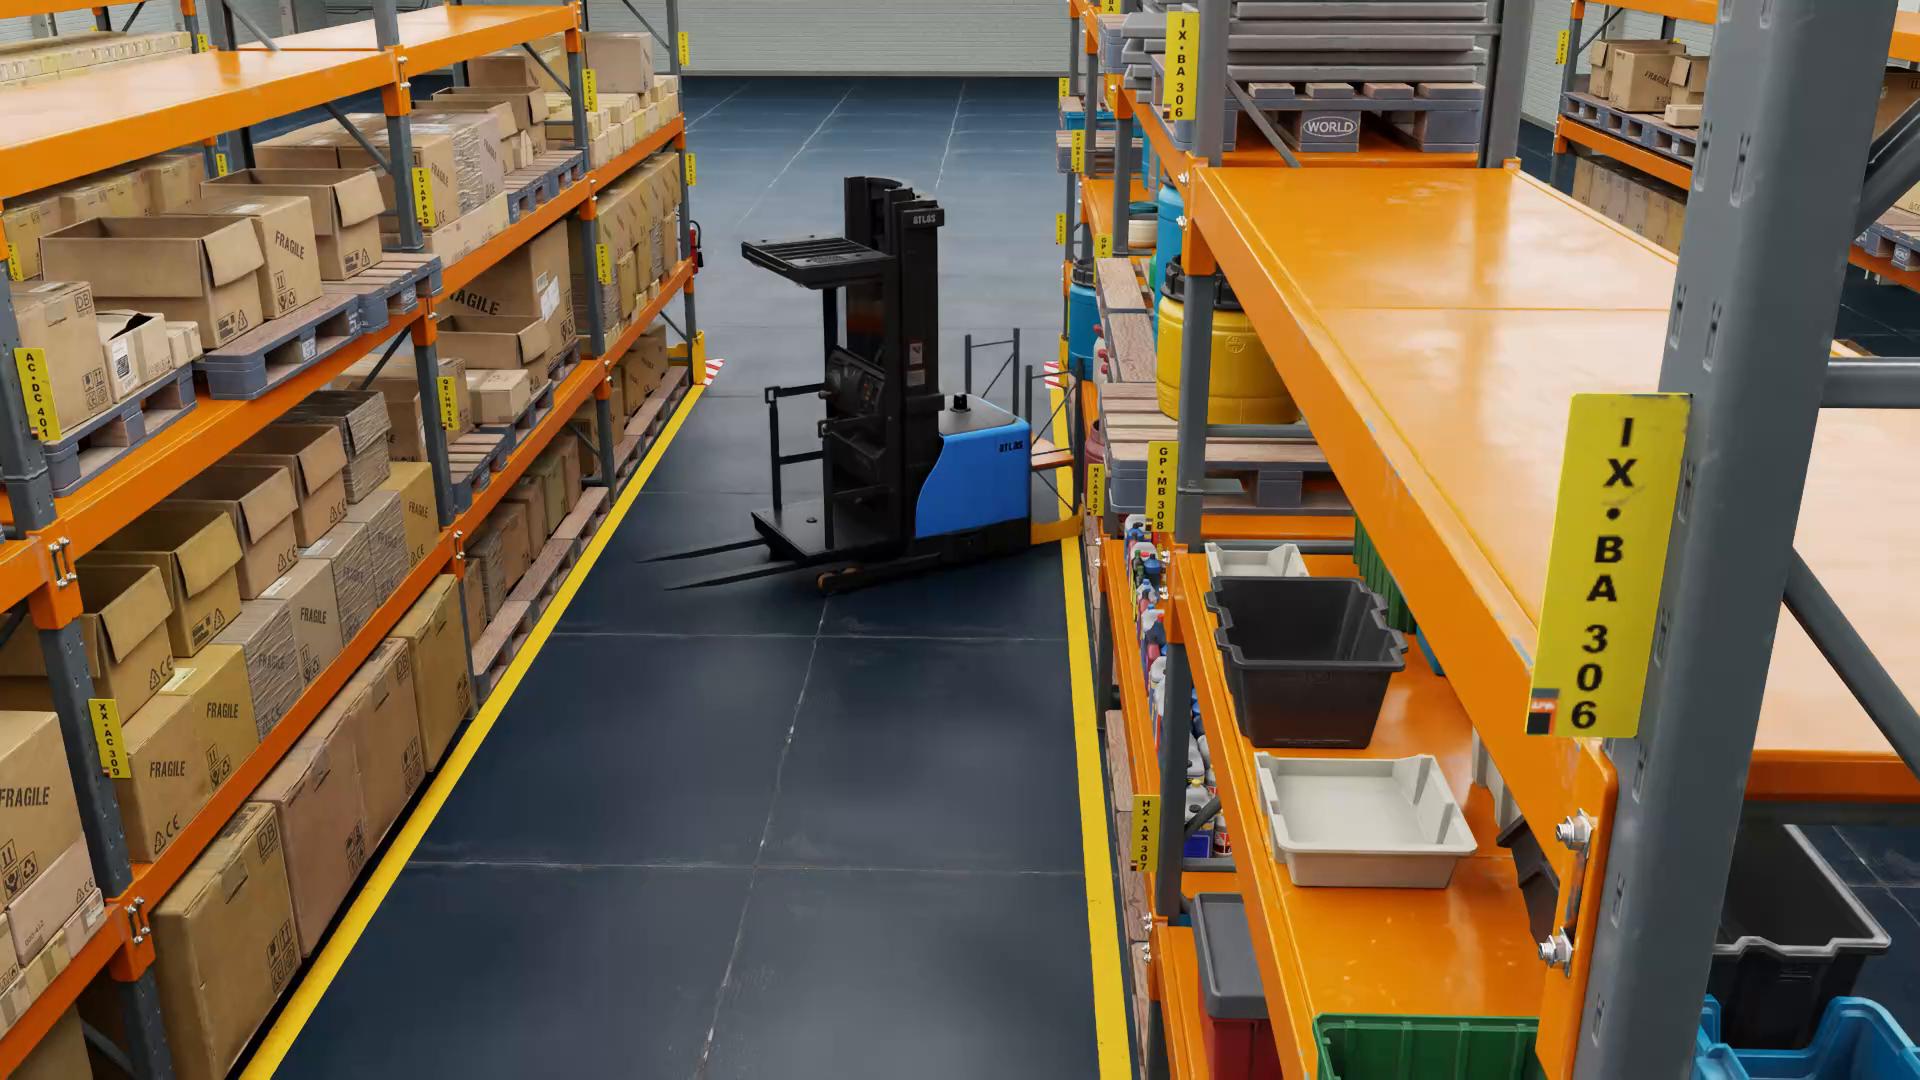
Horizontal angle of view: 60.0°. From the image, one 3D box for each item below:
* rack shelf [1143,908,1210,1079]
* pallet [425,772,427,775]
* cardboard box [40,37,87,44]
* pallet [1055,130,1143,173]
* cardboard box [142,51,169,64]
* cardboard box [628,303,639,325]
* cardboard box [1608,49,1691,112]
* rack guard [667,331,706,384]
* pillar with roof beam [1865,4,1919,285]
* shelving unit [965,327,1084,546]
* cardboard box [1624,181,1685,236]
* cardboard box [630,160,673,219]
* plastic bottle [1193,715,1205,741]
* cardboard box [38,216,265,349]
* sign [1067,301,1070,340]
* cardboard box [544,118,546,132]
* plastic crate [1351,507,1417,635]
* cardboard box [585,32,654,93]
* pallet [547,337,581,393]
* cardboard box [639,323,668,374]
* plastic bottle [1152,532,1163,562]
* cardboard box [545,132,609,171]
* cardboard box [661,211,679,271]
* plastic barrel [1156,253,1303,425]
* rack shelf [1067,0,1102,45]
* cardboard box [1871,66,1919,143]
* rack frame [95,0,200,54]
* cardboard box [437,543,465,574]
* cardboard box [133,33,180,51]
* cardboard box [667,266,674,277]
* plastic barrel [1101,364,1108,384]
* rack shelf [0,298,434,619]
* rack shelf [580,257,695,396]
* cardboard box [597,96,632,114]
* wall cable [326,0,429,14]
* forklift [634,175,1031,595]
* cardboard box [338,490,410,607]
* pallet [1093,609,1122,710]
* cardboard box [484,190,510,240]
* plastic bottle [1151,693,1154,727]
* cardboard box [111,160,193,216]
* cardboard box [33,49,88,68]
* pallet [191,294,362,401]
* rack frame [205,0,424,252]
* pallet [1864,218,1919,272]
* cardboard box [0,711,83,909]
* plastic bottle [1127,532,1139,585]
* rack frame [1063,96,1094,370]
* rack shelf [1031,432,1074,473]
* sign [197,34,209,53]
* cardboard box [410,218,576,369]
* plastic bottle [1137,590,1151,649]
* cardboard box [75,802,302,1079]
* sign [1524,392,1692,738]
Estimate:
[{"bbox_3d":[1.179,2.287,4.484,1.077,0.370,4.000,1,21,2],"label":"rack shelf"},{"bbox_3d":[-3.689,1.312,9.857,1.003,0.211,1.213,1,21,2],"label":"pallet"},{"bbox_3d":[-8.654,-4.760,16.030,0.380,0.149,0.250,1,21,2],"label":"cardboard box"},{"bbox_3d":[1.407,-3.237,13.839,1.213,0.211,1.003,1,21,2],"label":"pallet"},{"bbox_3d":[-8.052,-4.605,16.181,0.500,0.250,0.500,1,21,2],"label":"cardboard box"},{"bbox_3d":[-3.113,-2.038,14.981,0.380,0.149,0.250,1,21,2],"label":"cardboard box"},{"bbox_3d":[6.232,-4.163,15.054,0.500,0.500,0.500,1,21,2],"label":"cardboard box"},{"bbox_3d":[-3.348,-1.972,17.921,1.175,0.500,0.348,1,21,2],"label":"rack guard"},{"bbox_3d":[8.230,-7.753,21.070,9.100,9.000,0.400,1,21,2],"label":"pillar with roof beam"},{"bbox_3d":[0.511,-0.867,13.676,0.587,1.500,1.083,-11,24,-25],"label":"shelving unit"},{"bbox_3d":[6.487,-2.965,15.092,0.700,0.500,0.500,1,21,2],"label":"cardboard box"},{"bbox_3d":[-3.125,-3.434,16.301,0.500,0.500,0.500,1,21,2],"label":"cardboard box"},{"bbox_3d":[1.090,0.850,7.260,0.144,0.351,0.185,1,21,2],"label":"plastic bottle"},{"bbox_3d":[-3.630,-1.176,7.544,0.797,0.503,0.637,0,21,1],"label":"cardboard box"},{"bbox_3d":[0.933,-1.804,13.648,0.100,0.325,0.005,1,21,2],"label":"sign"},{"bbox_3d":[-3.647,-3.450,13.782,0.380,0.149,0.250,1,21,2],"label":"cardboard box"},{"bbox_3d":[1.529,0.085,5.310,0.450,0.188,0.662,1,21,2],"label":"plastic crate"},{"bbox_3d":[-3.140,-4.419,15.383,0.500,0.500,0.500,1,21,2],"label":"cardboard box"},{"bbox_3d":[-3.637,-1.355,13.139,1.003,0.211,1.213,1,21,2],"label":"pallet"},{"bbox_3d":[-3.382,-1.970,17.335,0.500,0.500,0.500,5,22,12],"label":"cardboard box"},{"bbox_3d":[1.177,-0.006,9.569,0.152,0.276,0.135,1,21,2],"label":"plastic bottle"},{"bbox_3d":[-3.198,-3.207,13.709,0.500,0.250,0.500,0,21,0],"label":"cardboard box"},{"bbox_3d":[-3.286,-2.970,16.487,0.875,0.500,0.500,1,21,2],"label":"cardboard box"},{"bbox_3d":[1.064,-0.786,6.421,0.600,0.588,0.600,0,21,0],"label":"plastic barrel"},{"bbox_3d":[1.544,-4.663,14.653,1.077,0.370,4.000,1,21,2],"label":"rack shelf"},{"bbox_3d":[6.381,-3.054,11.696,0.500,0.500,0.500,3,21,7],"label":"cardboard box"},{"bbox_3d":[-8.301,-6.053,16.689,1.000,3.000,0.127,1,21,2],"label":"rack frame"},{"bbox_3d":[-3.599,0.095,10.947,0.500,0.250,0.500,1,21,4],"label":"cardboard box"},{"bbox_3d":[-7.981,-4.936,16.483,0.380,0.149,0.250,1,21,2],"label":"cardboard box"},{"bbox_3d":[-3.113,-2.761,16.846,0.380,0.149,0.250,1,21,2],"label":"cardboard box"},{"bbox_3d":[1.199,-0.963,11.675,0.433,0.535,0.433,0,21,0],"label":"plastic barrel"},{"bbox_3d":[-3.650,-0.613,7.809,1.077,0.370,4.000,1,21,2],"label":"rack shelf"},{"bbox_3d":[-3.407,-2.107,15.806,1.077,0.370,4.000,1,21,2],"label":"rack shelf"},{"bbox_3d":[-3.174,-3.913,14.976,0.380,0.149,0.250,1,21,3],"label":"cardboard box"},{"bbox_3d":[-16.811,-16.333,47.475,3.097,2.526,0.112,1,21,2],"label":"wall cable"},{"bbox_3d":[-0.977,-1.172,12.497,3.031,2.935,1.130,-11,24,-27],"label":"forklift"},{"bbox_3d":[-3.378,0.042,9.136,0.500,0.500,0.500,0,21,1],"label":"cardboard box"},{"bbox_3d":[1.423,0.802,11.170,1.003,0.211,1.213,1,21,2],"label":"pallet"},{"bbox_3d":[-3.299,-2.140,10.958,0.500,0.250,0.500,1,21,3],"label":"cardboard box"},{"bbox_3d":[0.935,0.769,7.674,0.097,0.201,0.097,0,21,0],"label":"plastic bottle"},{"bbox_3d":[-8.275,-3.496,16.692,0.875,0.550,0.550,1,21,2],"label":"cardboard box"},{"bbox_3d":[-8.034,-4.294,14.827,0.380,0.149,0.250,1,21,2],"label":"cardboard box"},{"bbox_3d":[-3.587,-0.945,7.933,1.003,0.211,1.213,2,21,4],"label":"pallet"},{"bbox_3d":[-3.590,-3.070,9.000,1.000,3.000,0.127,1,21,2],"label":"rack frame"},{"bbox_3d":[6.243,-1.719,9.927,1.213,0.211,1.003,2,21,4],"label":"pallet"},{"bbox_3d":[-3.458,0.924,5.759,0.500,0.500,0.500,1,21,3],"label":"cardboard box"},{"bbox_3d":[0.969,0.107,9.267,0.061,0.283,0.133,1,21,2],"label":"plastic bottle"},{"bbox_3d":[1.604,-3.111,17.399,1.000,3.000,0.127,1,21,2],"label":"rack frame"},{"bbox_3d":[0.507,-0.704,13.751,0.538,0.185,1.000,-11,24,-25],"label":"rack shelf"},{"bbox_3d":[-7.759,-5.020,17.058,0.100,0.325,0.005,1,21,2],"label":"sign"},{"bbox_3d":[-3.632,-1.909,12.892,1.000,1.000,1.000,1,21,2],"label":"cardboard box"},{"bbox_3d":[0.944,0.406,8.496,0.061,0.283,0.133,1,21,2],"label":"plastic bottle"},{"bbox_3d":[-3.712,1.737,7.263,1.225,0.875,0.875,1,21,2],"label":"cardboard box"},{"bbox_3d":[0.567,0.028,1.463,0.100,0.325,0.005,1,21,2],"label":"sign"}]
